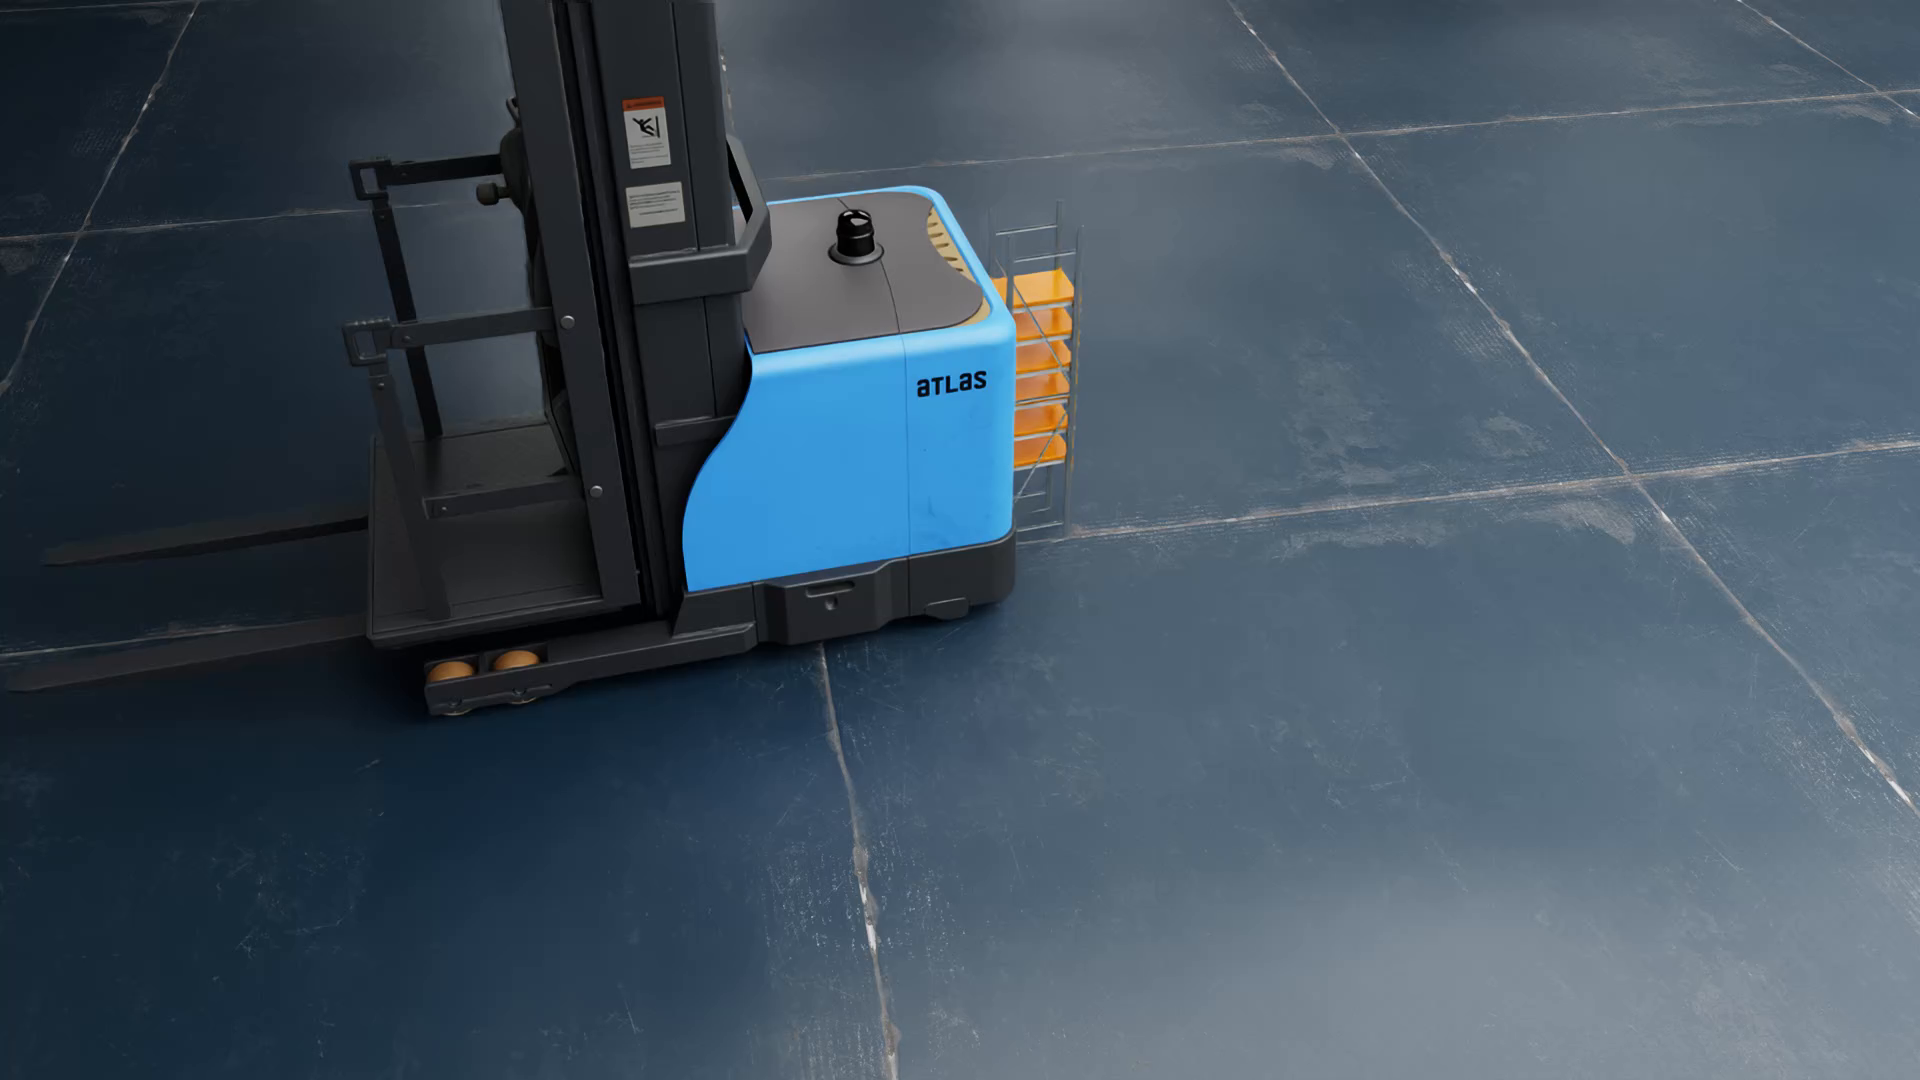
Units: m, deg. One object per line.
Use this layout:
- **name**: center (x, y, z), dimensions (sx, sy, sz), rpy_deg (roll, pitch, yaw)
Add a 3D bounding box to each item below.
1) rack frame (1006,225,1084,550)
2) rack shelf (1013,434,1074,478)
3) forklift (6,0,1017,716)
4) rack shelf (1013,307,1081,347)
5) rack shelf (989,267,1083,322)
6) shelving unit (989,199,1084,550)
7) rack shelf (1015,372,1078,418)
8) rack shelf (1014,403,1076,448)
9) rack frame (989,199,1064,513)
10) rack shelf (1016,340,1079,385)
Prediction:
- **rack frame**: center (0.258, -0.453, 5.355), dimensions (0.240, 1.200, 0.006), rpy_deg (-10, 39, -13)
- **rack shelf**: center (0.232, -0.282, 5.599), dimensions (0.258, 0.103, 0.180), rpy_deg (-10, 39, -13)
- **forklift**: center (-1.395, -0.984, 4.627), dimensions (3.031, 2.935, 1.130), rpy_deg (-9, 39, -12)
- **rack shelf**: center (0.232, -0.661, 5.304), dimensions (0.258, 0.103, 0.180), rpy_deg (-10, 39, -13)
- **rack shelf**: center (0.232, -0.756, 5.231), dimensions (0.258, 0.103, 0.180), rpy_deg (-10, 39, -13)
- **shelving unit**: center (0.232, -0.507, 5.424), dimensions (0.258, 1.200, 0.189), rpy_deg (-10, 39, -13)
- **rack shelf**: center (0.232, -0.472, 5.451), dimensions (0.258, 0.103, 0.180), rpy_deg (-10, 39, -13)
- **rack shelf**: center (0.232, -0.377, 5.525), dimensions (0.258, 0.103, 0.180), rpy_deg (-10, 39, -13)
- **rack frame**: center (0.206, -0.560, 5.493), dimensions (0.240, 1.200, 0.006), rpy_deg (-10, 39, -13)
- **rack shelf**: center (0.232, -0.566, 5.378), dimensions (0.258, 0.103, 0.180), rpy_deg (-10, 39, -13)
